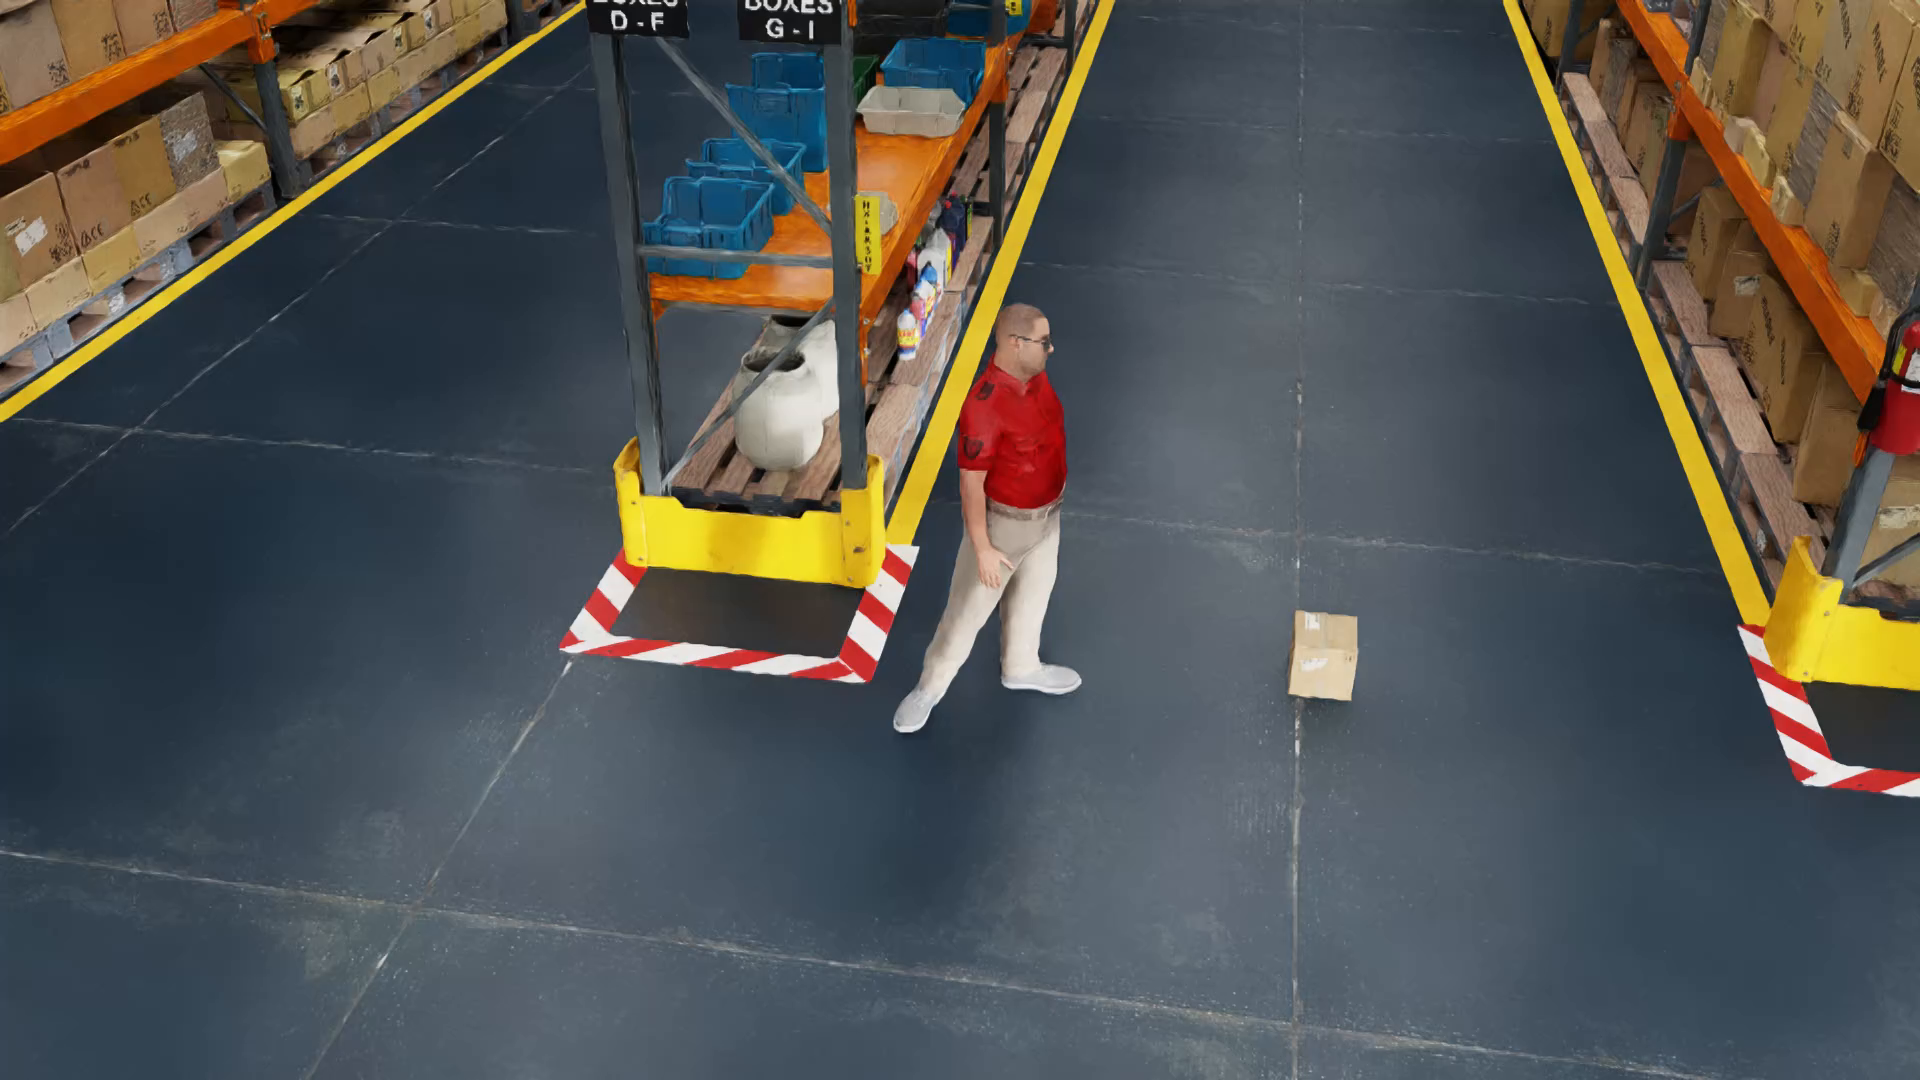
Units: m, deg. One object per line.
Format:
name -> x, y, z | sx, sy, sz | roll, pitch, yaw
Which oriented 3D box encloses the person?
person -> 0.102, -0.055, 6.240 | 0.501, 1.723, 0.722 | 21, 38, 29
